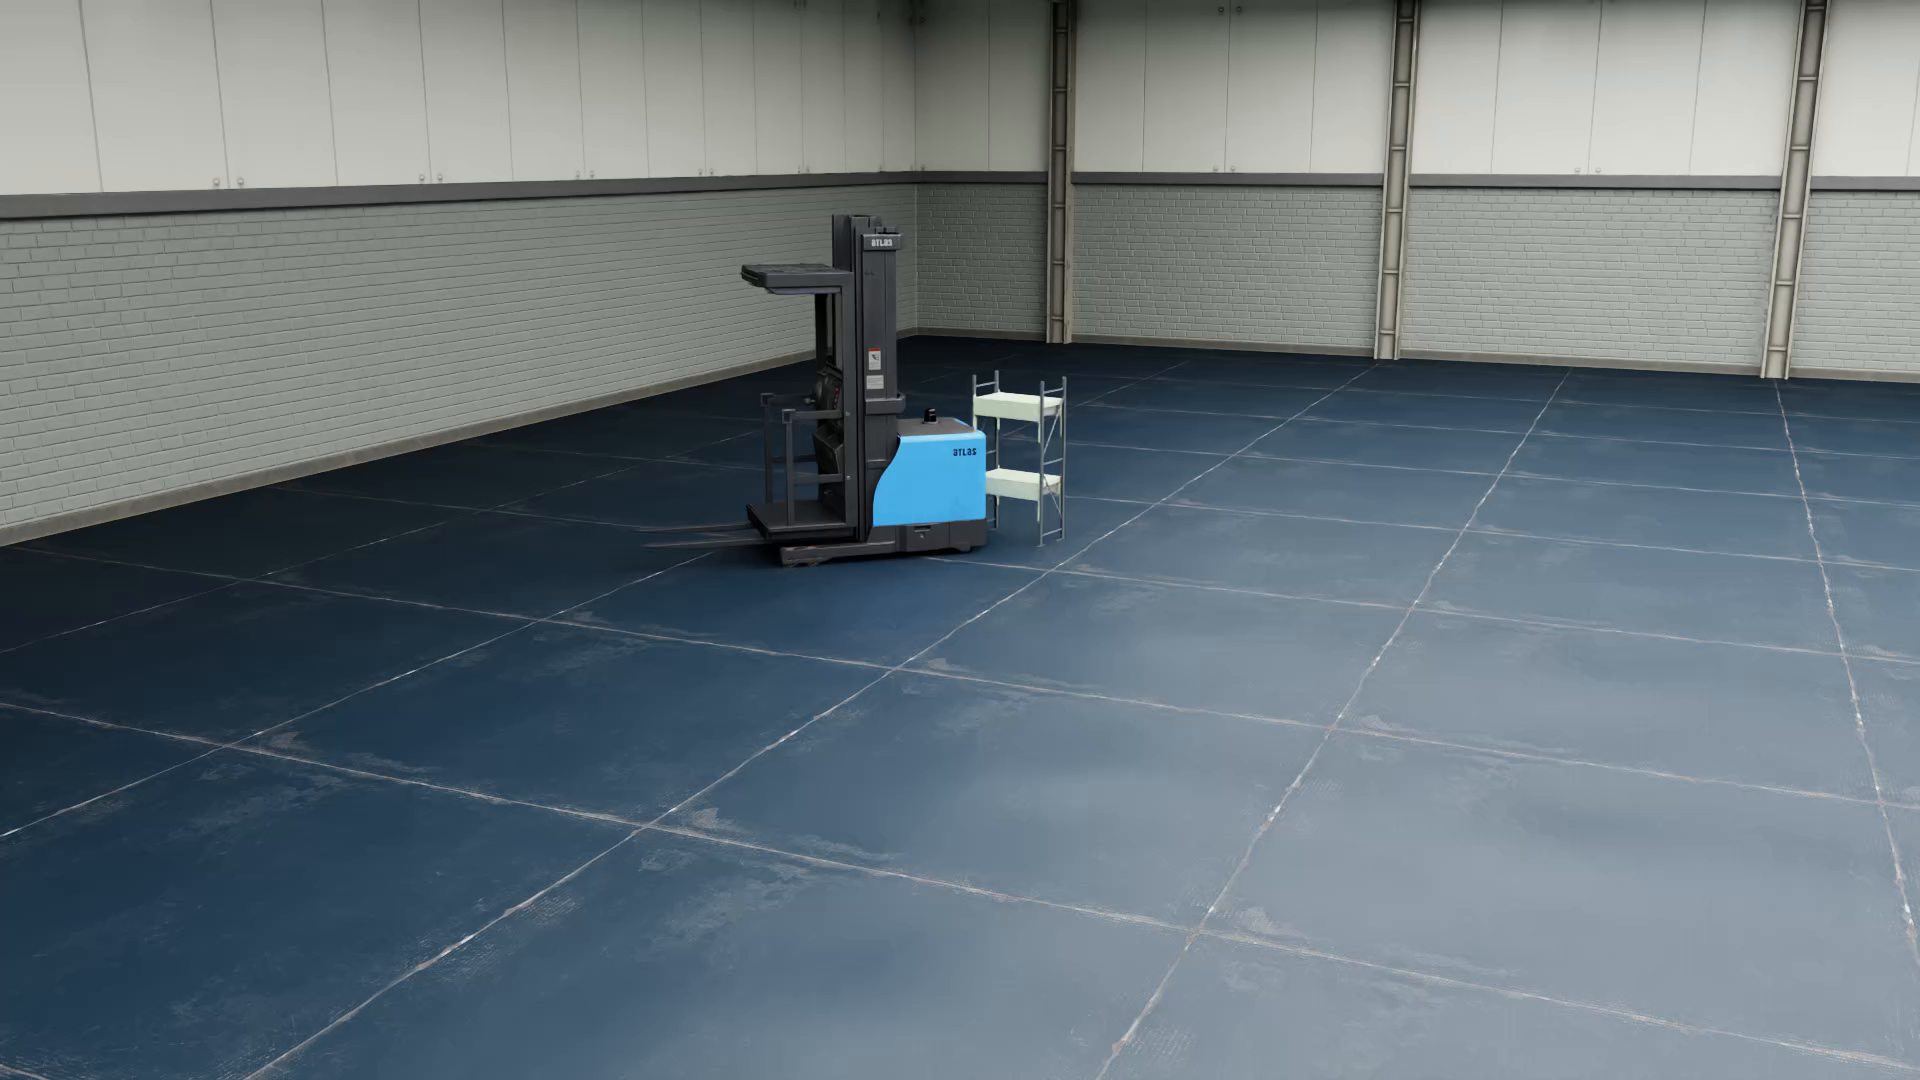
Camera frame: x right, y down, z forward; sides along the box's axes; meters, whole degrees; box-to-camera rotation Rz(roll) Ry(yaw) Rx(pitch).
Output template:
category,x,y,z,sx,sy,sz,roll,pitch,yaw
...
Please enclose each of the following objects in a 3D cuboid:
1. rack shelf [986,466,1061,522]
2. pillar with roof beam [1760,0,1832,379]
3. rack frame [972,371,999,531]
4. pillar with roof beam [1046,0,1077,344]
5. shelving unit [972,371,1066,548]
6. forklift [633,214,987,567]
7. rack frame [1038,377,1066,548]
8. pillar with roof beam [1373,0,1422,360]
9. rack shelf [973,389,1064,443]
category,x,y,z,sx,sy,sz,roll,pitch,yaw
rack shelf,0.531,-0.431,15.229,0.720,0.370,0.431,9,16,34
pillar with roof beam,11.067,-6.045,21.313,0.400,9.000,9.100,6,14,23
rack frame,0.233,-0.797,15.361,0.023,1.500,0.400,9,16,34
pillar with roof beam,0.096,-7.155,26.045,0.548,9.000,9.100,6,14,23
shelving unit,0.531,-0.748,15.155,0.755,1.500,0.431,9,16,34
forklift,-1.335,-1.326,14.486,3.031,2.935,1.130,-4,14,-17
rack frame,0.829,-0.700,14.948,0.023,1.500,0.400,9,16,34
pillar with roof beam,5.582,-6.600,23.679,0.400,9.000,9.100,6,14,23
rack shelf,0.531,-1.128,15.066,0.720,0.370,0.431,9,16,34
